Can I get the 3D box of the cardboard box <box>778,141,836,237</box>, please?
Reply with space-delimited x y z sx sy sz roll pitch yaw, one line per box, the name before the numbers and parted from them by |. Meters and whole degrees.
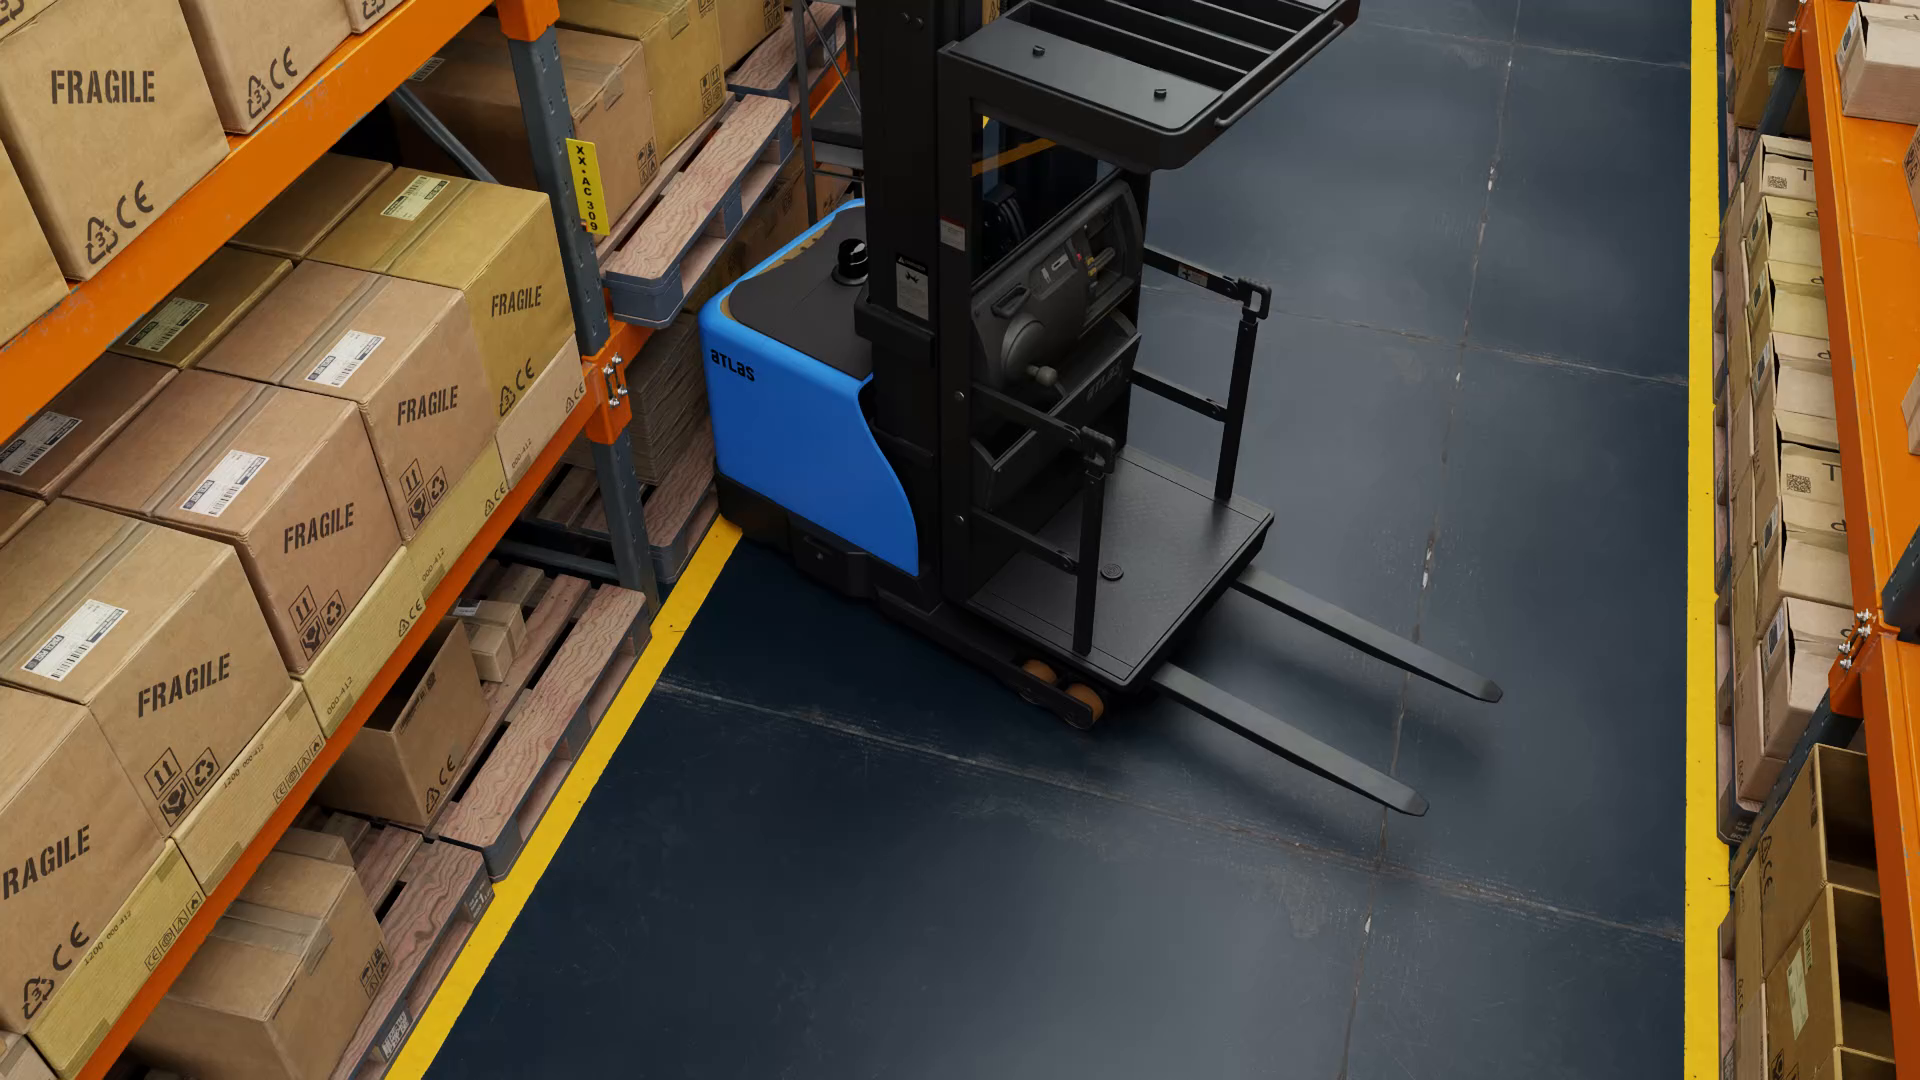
cardboard box | -1.007 -1.661 7.775 0.700 0.500 0.500 12 46 12

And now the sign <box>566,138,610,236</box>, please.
sign | -1.140 -1.077 5.087 0.100 0.325 0.005 13 46 13

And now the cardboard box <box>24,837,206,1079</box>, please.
cardboard box | -2.117 0.890 3.789 0.500 0.250 0.500 12 46 12

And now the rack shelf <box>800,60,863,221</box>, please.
rack shelf | -0.361 -1.613 6.917 0.431 0.518 0.480 14 46 14

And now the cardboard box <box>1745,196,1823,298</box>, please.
cardboard box | 3.685 -1.226 7.123 0.500 0.311 0.500 11 46 12

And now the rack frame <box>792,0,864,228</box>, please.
rack frame | -0.442 -1.462 6.743 0.400 2.100 0.015 14 46 14

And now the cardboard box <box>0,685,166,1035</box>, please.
cardboard box | -2.118 0.642 3.506 0.500 0.500 0.500 11 45 11

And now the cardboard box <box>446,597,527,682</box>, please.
cardboard box | -1.793 0.341 5.968 0.380 0.166 0.250 7 45 7

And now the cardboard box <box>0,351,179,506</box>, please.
cardboard box | -2.317 -0.155 4.320 0.500 0.500 0.500 14 46 14

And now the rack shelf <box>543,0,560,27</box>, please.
rack shelf | -1.054 -3.026 6.067 1.077 0.370 4.000 13 46 13

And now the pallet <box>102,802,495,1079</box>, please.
pallet | -2.197 1.390 5.178 1.003 0.211 1.213 13 46 13

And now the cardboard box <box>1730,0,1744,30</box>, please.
cardboard box | 4.644 -3.130 9.277 0.500 0.500 0.500 11 45 11

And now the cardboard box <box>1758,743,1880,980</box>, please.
cardboard box | 2.624 0.977 4.737 0.500 0.500 0.500 13 46 13

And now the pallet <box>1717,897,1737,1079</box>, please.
pallet | 2.782 1.687 4.875 1.003 0.211 1.213 13 46 13

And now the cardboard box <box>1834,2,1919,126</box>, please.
cardboard box | 3.819 -1.910 6.621 0.500 0.311 0.500 12 46 12

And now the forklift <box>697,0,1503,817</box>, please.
forklift | 0.505 -0.788 5.460 3.031 2.935 1.130 27 51 25

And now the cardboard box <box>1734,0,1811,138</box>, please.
cardboard box | 4.334 -2.434 8.565 0.500 0.500 0.500 14 46 14

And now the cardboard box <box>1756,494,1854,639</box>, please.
cardboard box | 3.064 0.123 5.745 0.500 0.311 0.500 14 46 14

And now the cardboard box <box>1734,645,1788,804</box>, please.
cardboard box | 2.912 0.664 5.592 0.500 0.250 0.500 12 46 12

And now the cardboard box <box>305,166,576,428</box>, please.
cardboard box | -1.508 -0.718 4.896 0.500 0.500 0.500 12 46 12

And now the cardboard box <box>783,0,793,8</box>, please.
cardboard box | -0.937 -2.586 6.862 0.700 0.500 0.500 13 46 13

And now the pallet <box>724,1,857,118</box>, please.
pallet | -1.008 -2.147 6.937 1.003 0.211 1.213 13 46 13

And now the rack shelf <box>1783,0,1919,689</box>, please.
rack shelf | 3.669 -0.907 6.046 1.077 0.370 4.000 13 46 13

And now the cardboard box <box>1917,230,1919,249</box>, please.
cardboard box | 3.622 -1.060 5.617 0.500 0.500 0.500 13 46 13

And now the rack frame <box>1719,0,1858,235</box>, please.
rack frame | 4.274 -2.497 7.157 1.000 3.000 0.127 13 46 13

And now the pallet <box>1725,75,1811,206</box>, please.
pallet | 4.536 -1.990 8.633 1.003 0.211 1.213 13 46 13

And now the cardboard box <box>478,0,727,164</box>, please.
cardboard box | -1.297 -1.774 6.032 0.700 0.500 0.500 17 47 17

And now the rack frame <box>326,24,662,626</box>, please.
rack frame | -1.659 -0.878 5.502 1.000 3.000 0.127 13 46 13

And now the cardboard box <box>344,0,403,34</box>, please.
cardboard box | -1.577 -1.602 4.012 0.500 0.500 0.500 14 46 14

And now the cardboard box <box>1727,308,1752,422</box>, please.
cardboard box | 3.533 -0.694 6.981 0.500 0.250 0.500 11 46 11

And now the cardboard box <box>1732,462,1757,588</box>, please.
cardboard box | 3.222 -0.014 6.285 0.500 0.250 0.500 13 46 13

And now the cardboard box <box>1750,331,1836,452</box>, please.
cardboard box | 3.373 -0.544 6.426 0.500 0.311 0.500 12 46 12

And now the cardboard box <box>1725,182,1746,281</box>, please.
cardboard box | 3.836 -1.377 7.679 0.500 0.250 0.500 12 46 12

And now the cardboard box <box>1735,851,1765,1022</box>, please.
cardboard box | 2.634 1.247 4.997 0.500 0.250 0.500 13 46 13

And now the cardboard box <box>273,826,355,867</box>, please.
cardboard box | -2.163 1.046 5.260 0.380 0.149 0.250 9 45 9

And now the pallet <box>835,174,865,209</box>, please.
pallet | -0.686 -2.027 8.670 1.003 0.211 1.213 13 46 13

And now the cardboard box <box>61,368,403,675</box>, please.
cardboard box | -1.816 -0.051 4.214 0.500 0.500 0.500 11 46 11

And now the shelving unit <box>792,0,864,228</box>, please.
shelving unit | -0.361 -1.623 6.907 0.431 2.100 0.503 14 46 14

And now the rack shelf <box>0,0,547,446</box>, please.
rack shelf | -2.265 -0.359 3.342 1.077 0.370 4.000 13 46 13

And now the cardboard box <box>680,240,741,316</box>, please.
cardboard box | -1.344 -0.991 7.090 0.700 0.500 0.500 12 46 12

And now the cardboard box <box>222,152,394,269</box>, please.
cardboard box | -2.001 -0.830 5.010 0.500 0.500 0.500 12 46 12

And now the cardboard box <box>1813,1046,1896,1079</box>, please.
cardboard box | 2.321 1.643 4.056 0.500 0.500 0.500 13 46 13

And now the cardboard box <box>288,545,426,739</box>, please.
cardboard box | -1.810 0.218 4.476 0.500 0.250 0.500 12 46 12

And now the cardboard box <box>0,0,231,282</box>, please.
cardboard box | -1.874 -0.892 3.286 0.500 0.500 0.500 11 45 11

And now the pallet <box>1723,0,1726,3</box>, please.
pallet | 5.275 -3.616 10.295 1.003 0.211 1.213 13 46 13

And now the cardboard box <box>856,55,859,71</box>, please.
cardboard box | -0.616 -2.317 8.445 0.700 0.500 0.500 13 46 13

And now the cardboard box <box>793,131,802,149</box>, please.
cardboard box | -1.000 -1.874 7.457 0.500 0.250 0.500 12 46 12

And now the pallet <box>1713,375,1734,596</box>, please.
pallet | 3.617 -0.149 6.752 1.003 0.211 1.213 13 46 13

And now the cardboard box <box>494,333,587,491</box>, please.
cardboard box | -1.514 -0.451 5.159 0.500 0.250 0.500 13 46 13
